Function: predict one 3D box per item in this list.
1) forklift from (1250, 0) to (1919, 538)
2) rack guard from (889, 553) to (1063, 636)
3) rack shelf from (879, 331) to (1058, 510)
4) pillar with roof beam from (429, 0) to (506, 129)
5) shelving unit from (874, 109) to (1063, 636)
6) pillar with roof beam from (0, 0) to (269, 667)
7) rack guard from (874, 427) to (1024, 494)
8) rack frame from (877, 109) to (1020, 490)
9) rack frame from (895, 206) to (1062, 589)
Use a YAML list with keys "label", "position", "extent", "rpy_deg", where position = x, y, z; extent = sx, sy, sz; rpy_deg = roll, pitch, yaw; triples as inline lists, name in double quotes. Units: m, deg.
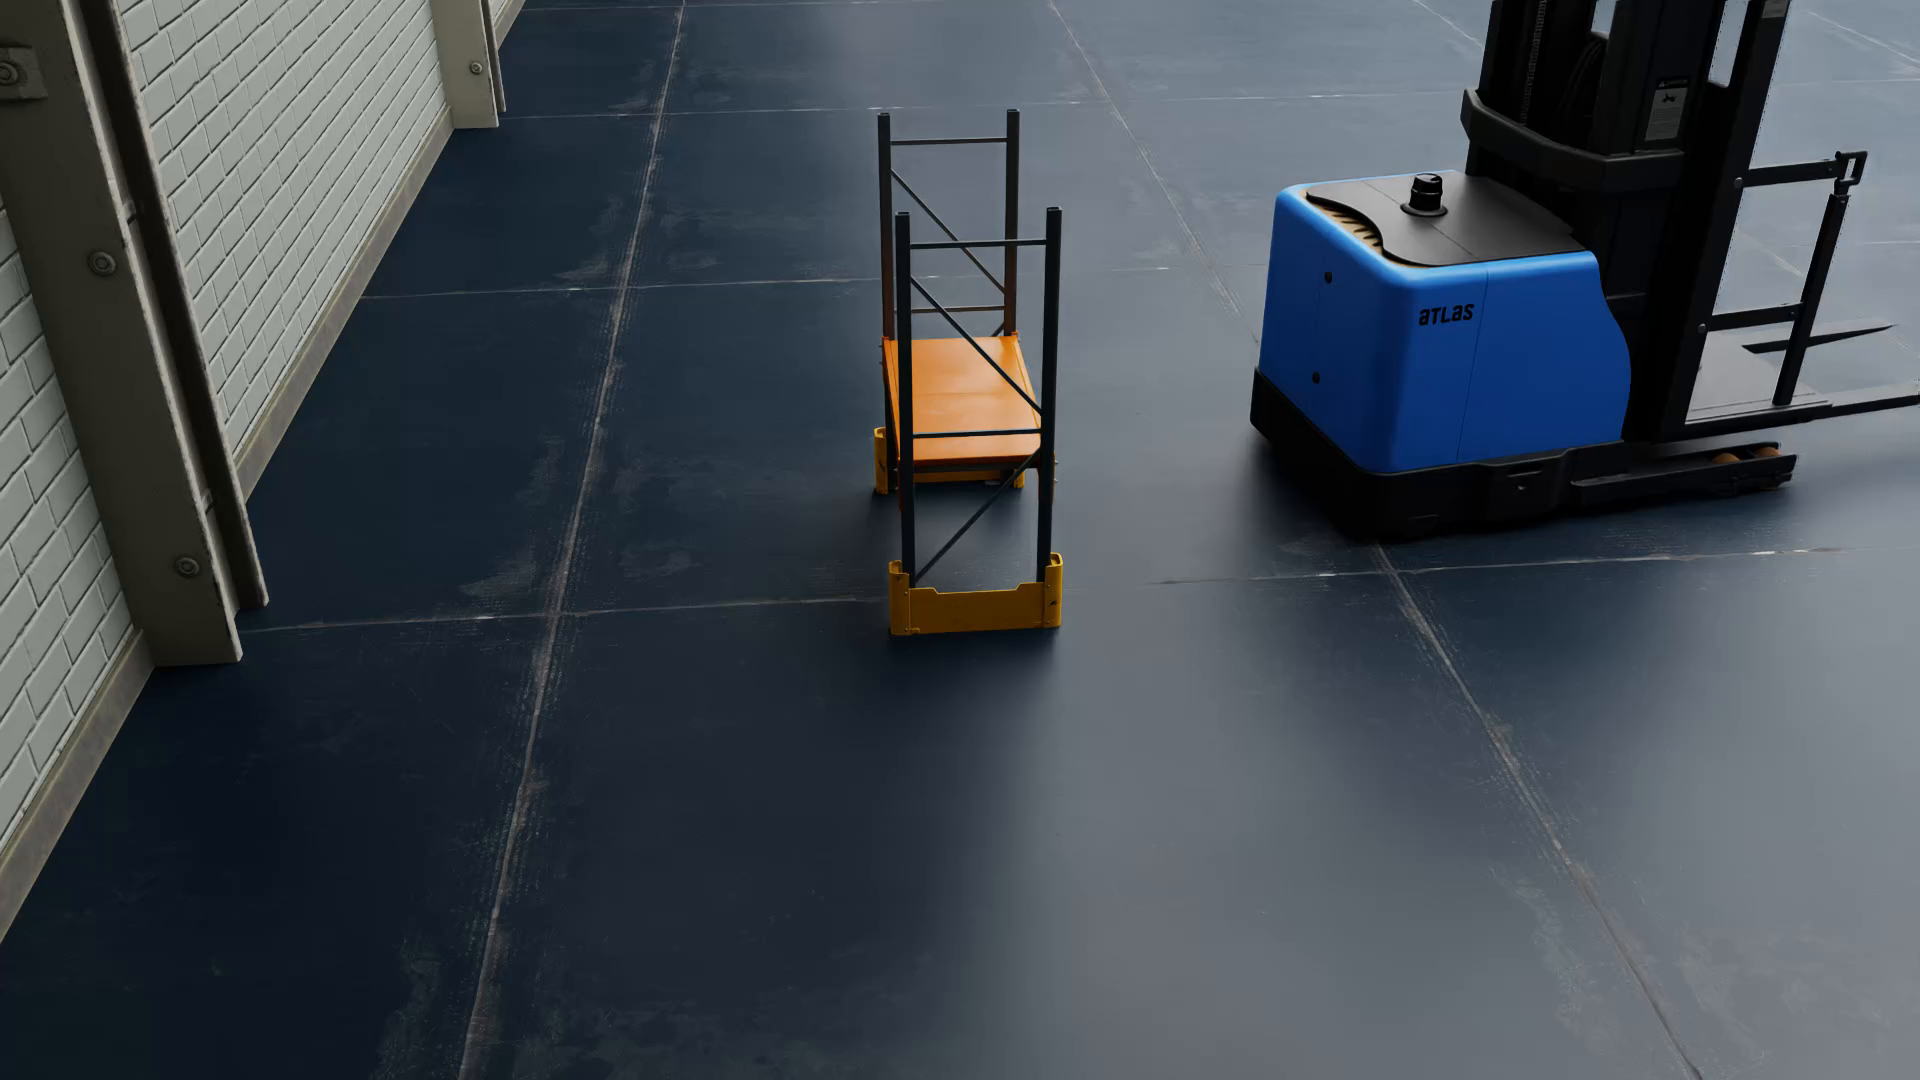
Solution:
- label: "forklift"
  position: [2.786, -1.682, 6.207]
  extent: [3.031, 2.935, 1.130]
  rpy_deg: [-8, 32, -13]
- label: "rack guard"
  position: [0.054, 0.186, 5.695]
  extent: [0.587, 0.250, 0.087]
  rpy_deg: [-3, 31, -5]
- label: "rack shelf"
  position: [0.008, -0.446, 5.885]
  extent: [0.538, 0.185, 1.000]
  rpy_deg: [-3, 31, -5]
- label: "pillar with roof beam"
  position: [1.139, -6.818, 8.889]
  extent: [9.100, 9.000, 0.400]
  rpy_deg: [-3, 31, -5]
- label: "shelving unit"
  position: [0.007, -0.605, 5.800]
  extent: [0.587, 1.500, 1.083]
  rpy_deg: [-3, 31, -5]
- label: "pillar with roof beam"
  position: [1.699, -3.754, 3.760]
  extent: [9.100, 9.000, 0.400]
  rpy_deg: [-3, 31, -5]
- label: "rack guard"
  position: [-0.039, -0.323, 6.546]
  extent: [0.587, 0.250, 0.087]
  rpy_deg: [-3, 31, -5]
- label: "rack frame"
  position: [-0.040, -0.860, 6.227]
  extent: [0.500, 1.500, 0.032]
  rpy_deg: [-3, 31, -5]
- label: "rack frame"
  position: [0.055, -0.341, 5.358]
  extent: [0.500, 1.500, 0.032]
  rpy_deg: [-3, 31, -5]
